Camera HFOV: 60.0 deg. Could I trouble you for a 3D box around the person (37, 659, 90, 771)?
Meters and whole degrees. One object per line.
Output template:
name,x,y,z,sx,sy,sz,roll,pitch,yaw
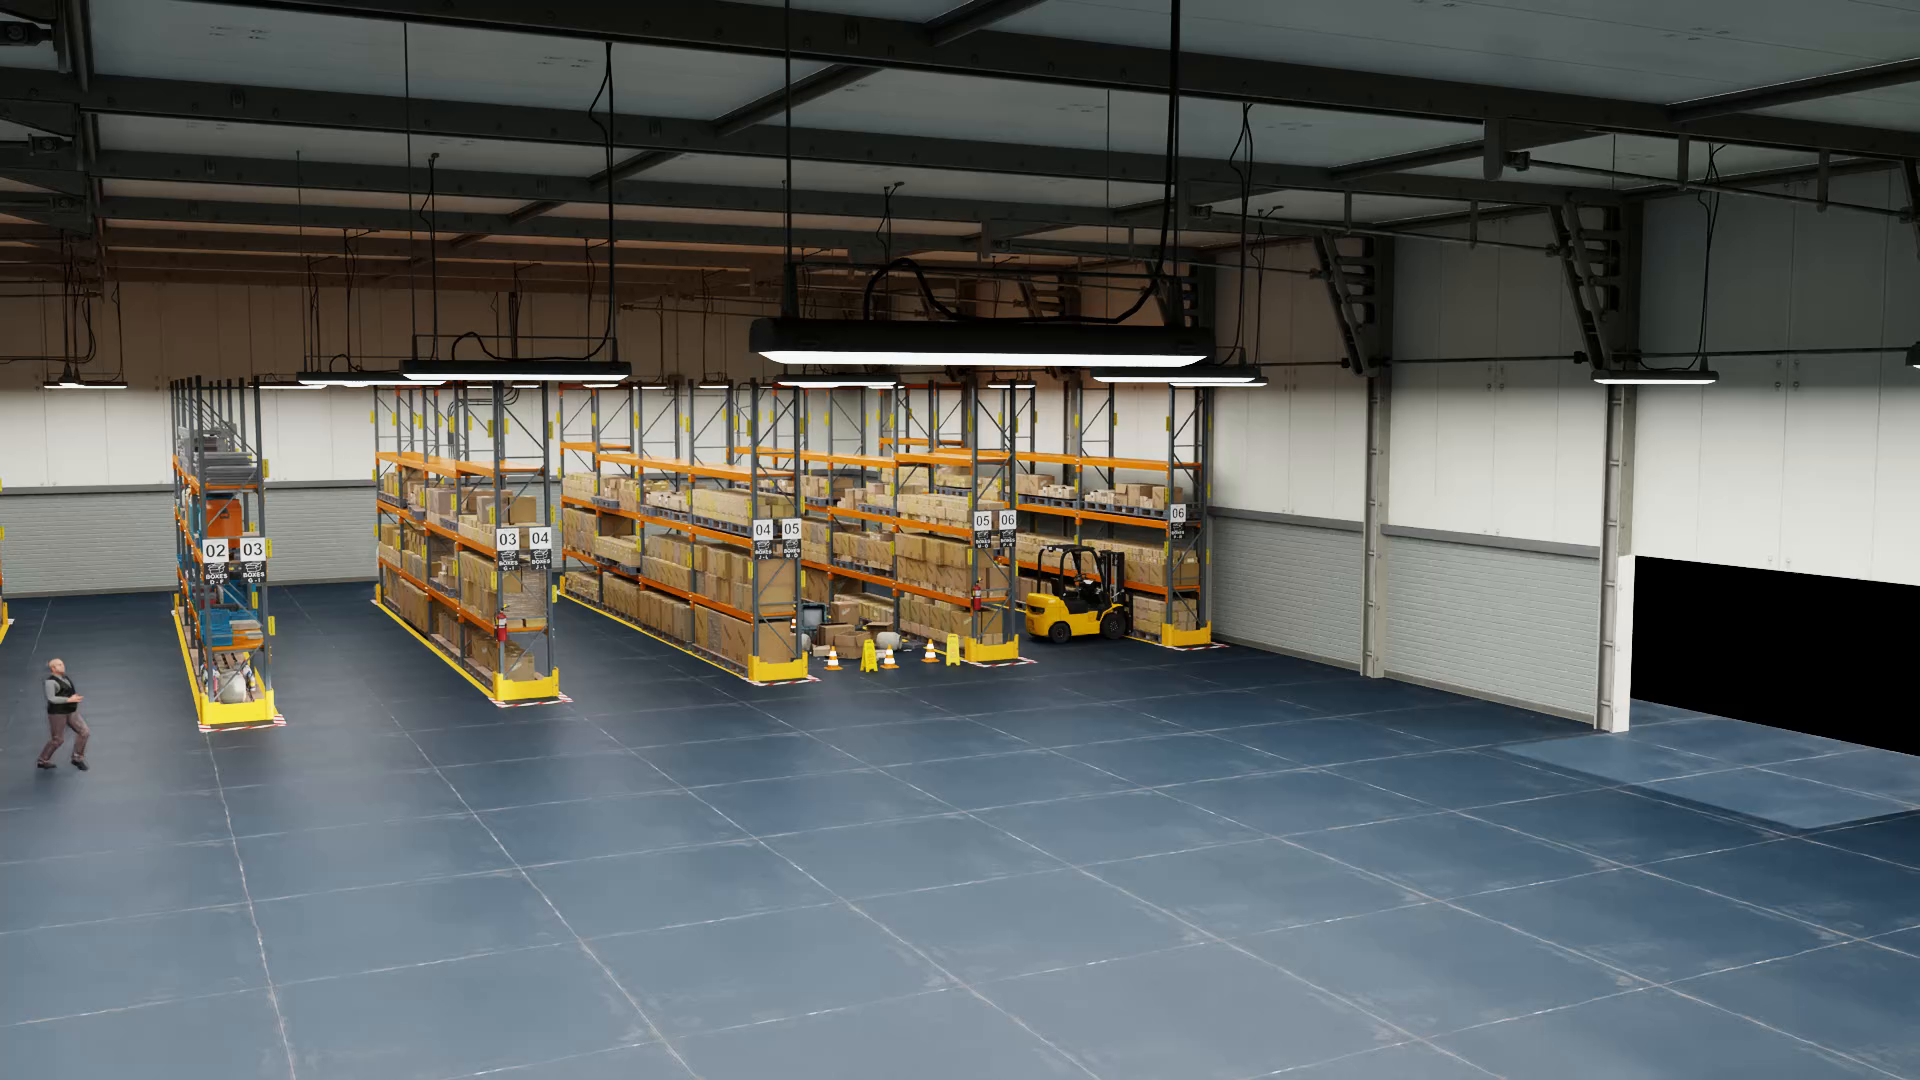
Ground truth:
person,-13.558,2.659,25.104,0.753,1.756,0.658,0,5,4

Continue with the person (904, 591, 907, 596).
person,-1.202,0.846,43.961,0.716,1.653,1.049,-3,6,-27
